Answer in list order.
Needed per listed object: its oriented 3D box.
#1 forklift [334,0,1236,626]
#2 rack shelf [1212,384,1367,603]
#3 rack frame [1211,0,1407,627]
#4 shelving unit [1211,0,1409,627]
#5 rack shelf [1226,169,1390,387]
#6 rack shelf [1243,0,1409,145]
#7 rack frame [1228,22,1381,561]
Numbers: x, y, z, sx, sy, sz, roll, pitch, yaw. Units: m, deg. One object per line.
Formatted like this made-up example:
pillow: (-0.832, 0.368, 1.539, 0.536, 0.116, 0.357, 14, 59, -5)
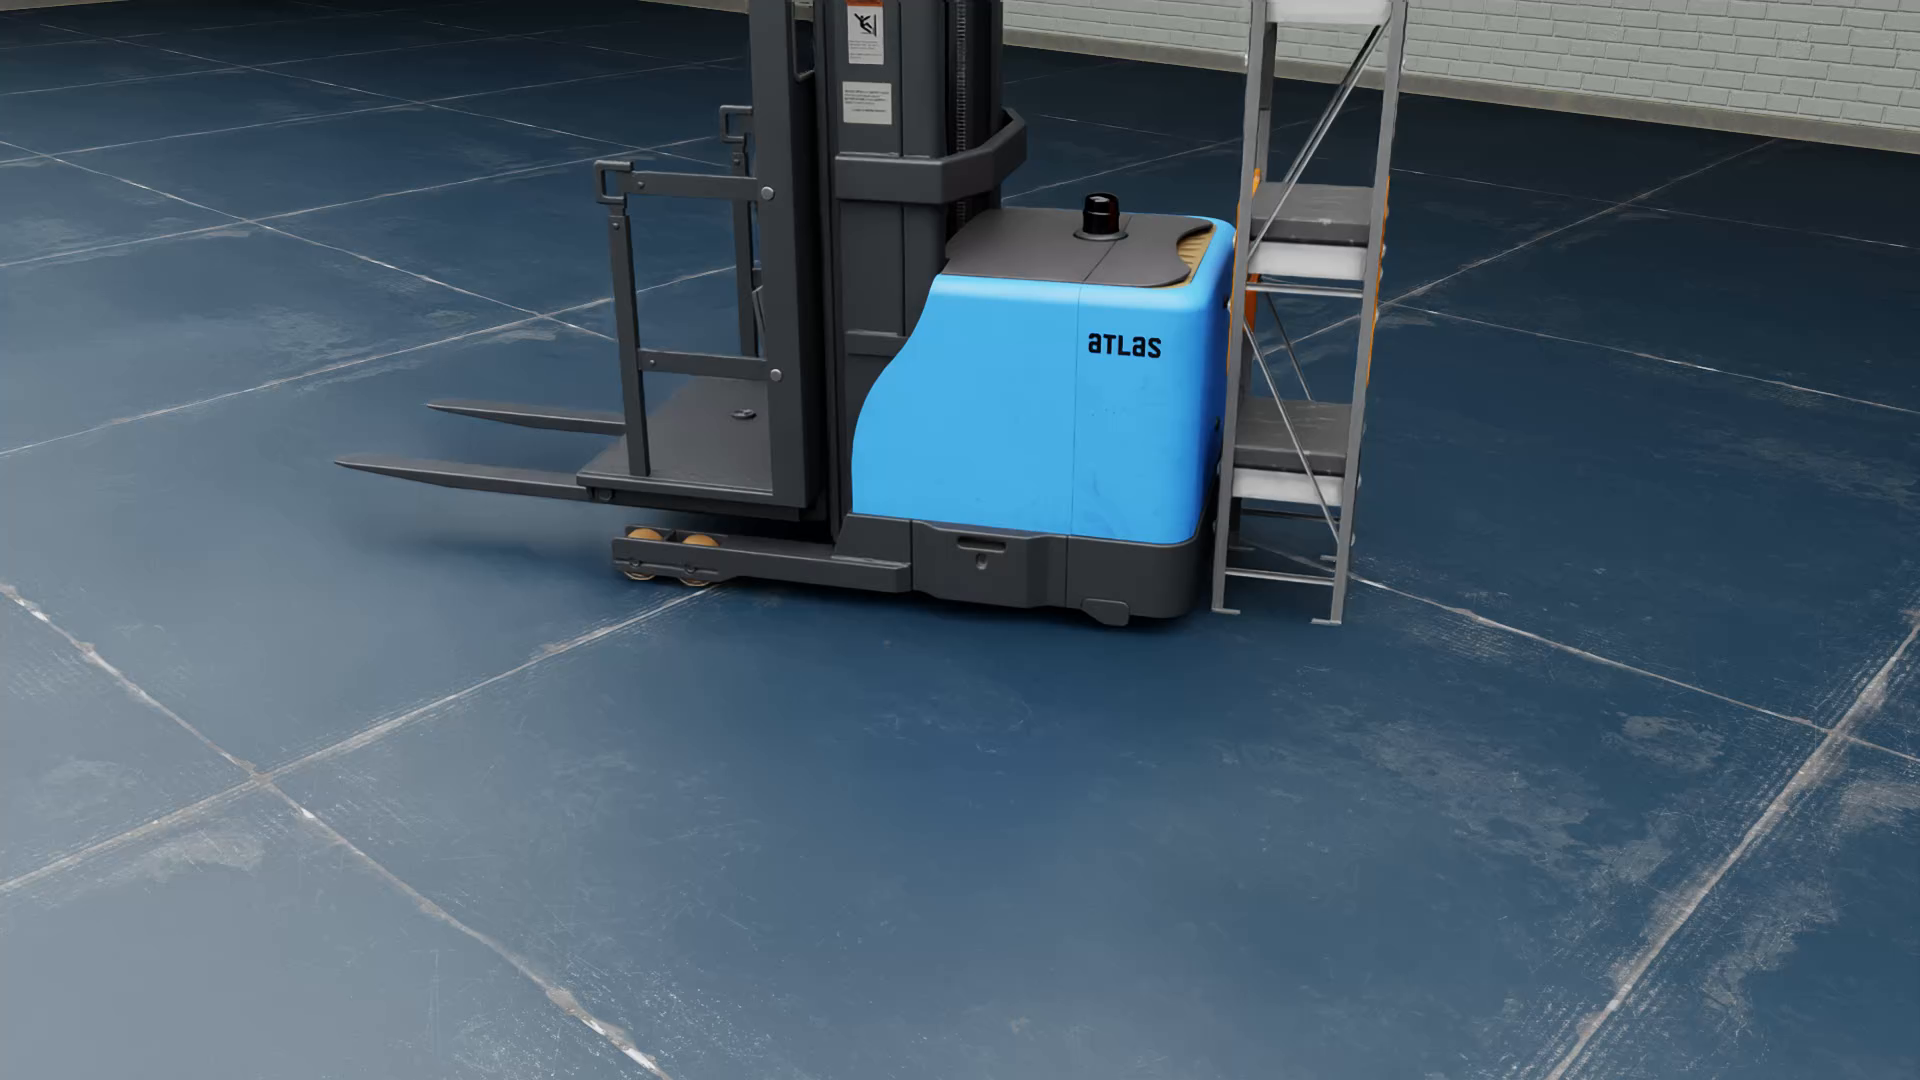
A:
forklift: (-0.646, -1.386, 5.259, 3.031, 2.935, 1.130, 6, 25, 13)
rack shelf: (1.048, -0.158, 5.280, 0.431, 0.518, 0.480, 6, 25, 13)
rack frame: (0.987, -0.712, 4.772, 0.400, 2.100, 0.015, 6, 25, 13)
shelving unit: (1.048, -0.809, 4.988, 0.431, 2.100, 0.503, 6, 25, 13)
rack shelf: (1.048, -0.797, 4.994, 0.431, 0.518, 0.480, 6, 25, 13)
rack shelf: (1.048, -1.435, 4.707, 0.431, 0.518, 0.480, 6, 25, 13)
rack frame: (1.109, -0.906, 5.204, 0.400, 2.100, 0.015, 6, 25, 13)
